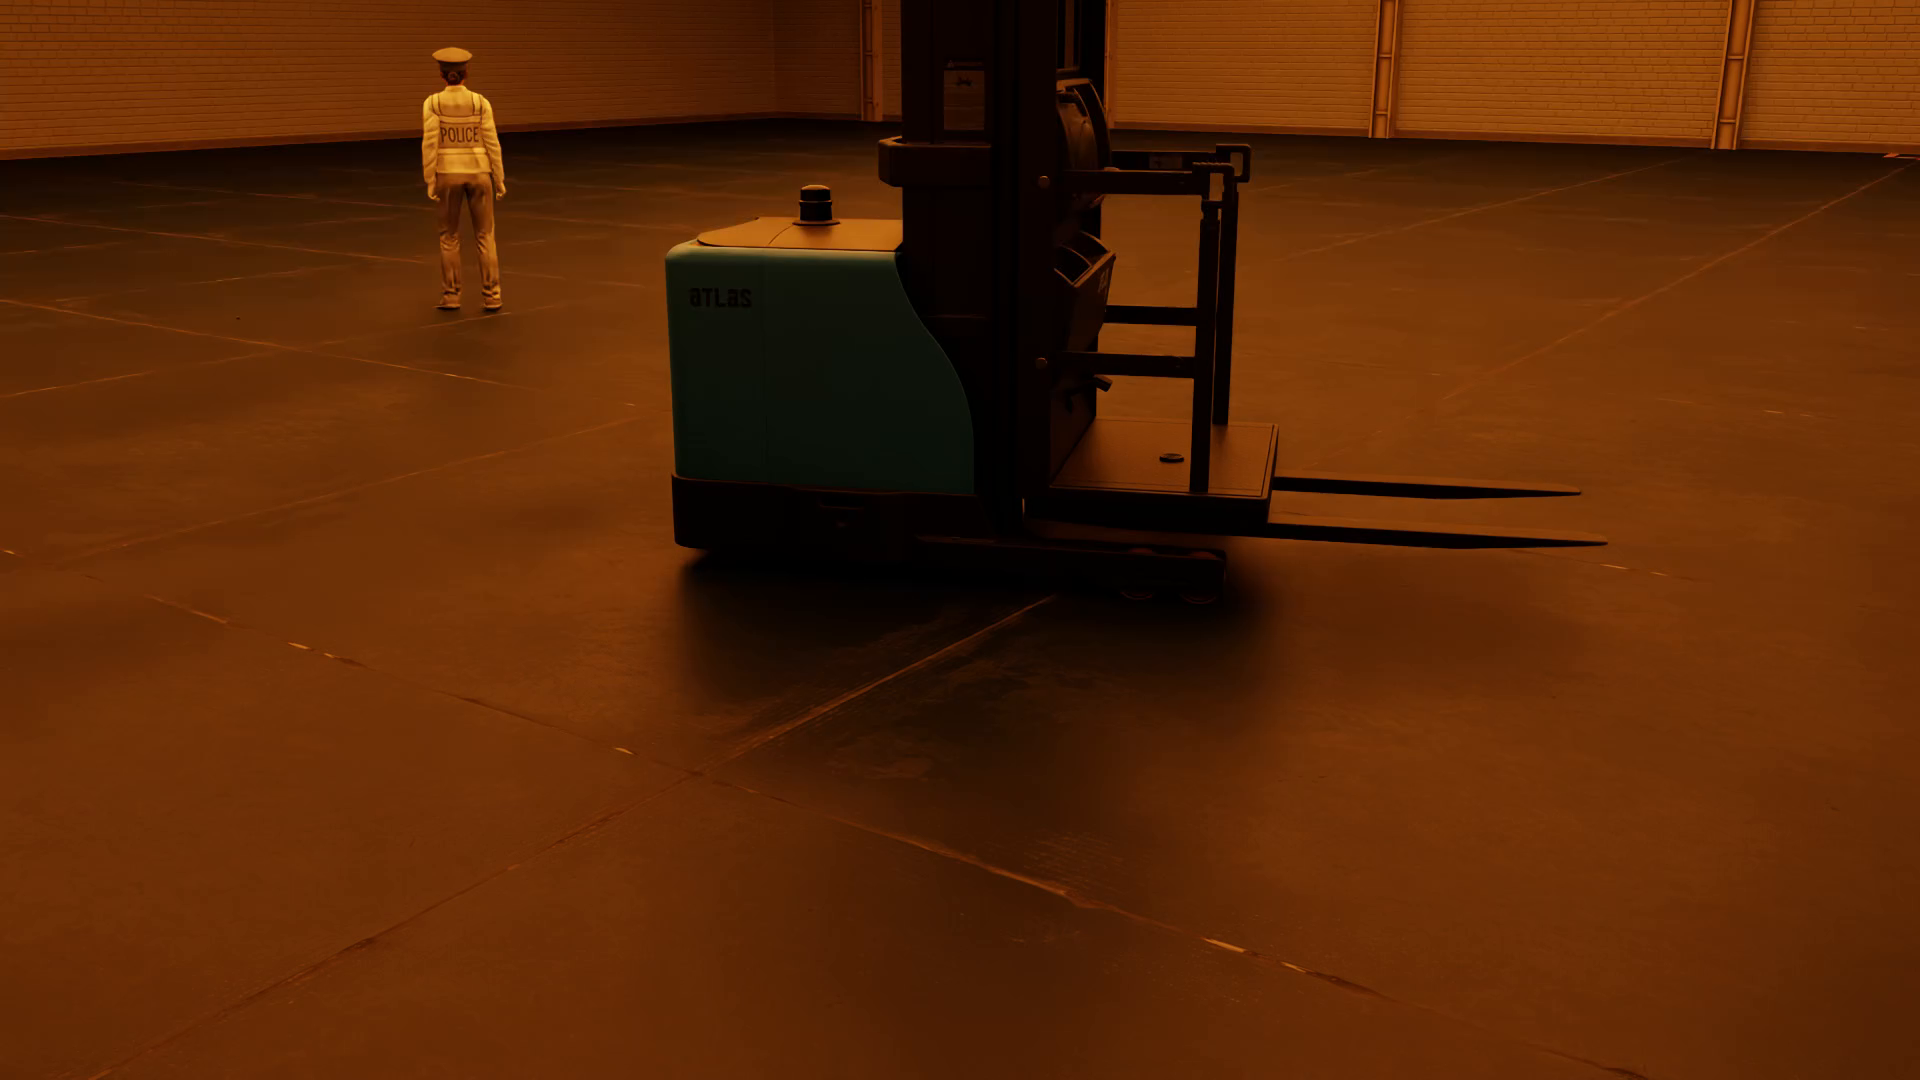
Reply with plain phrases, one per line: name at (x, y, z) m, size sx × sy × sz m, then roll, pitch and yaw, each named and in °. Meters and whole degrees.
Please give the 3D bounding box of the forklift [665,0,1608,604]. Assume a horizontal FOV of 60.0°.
forklift at (0.595, -1.367, 5.404) m, size 3.031 × 2.935 × 1.130 m, roll 4°, pitch 17°, yaw 12°

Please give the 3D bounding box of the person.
person at (-3.256, -2.356, 10.927) m, size 0.514 × 1.696 × 0.380 m, roll -6°, pitch 18°, yaw -18°
